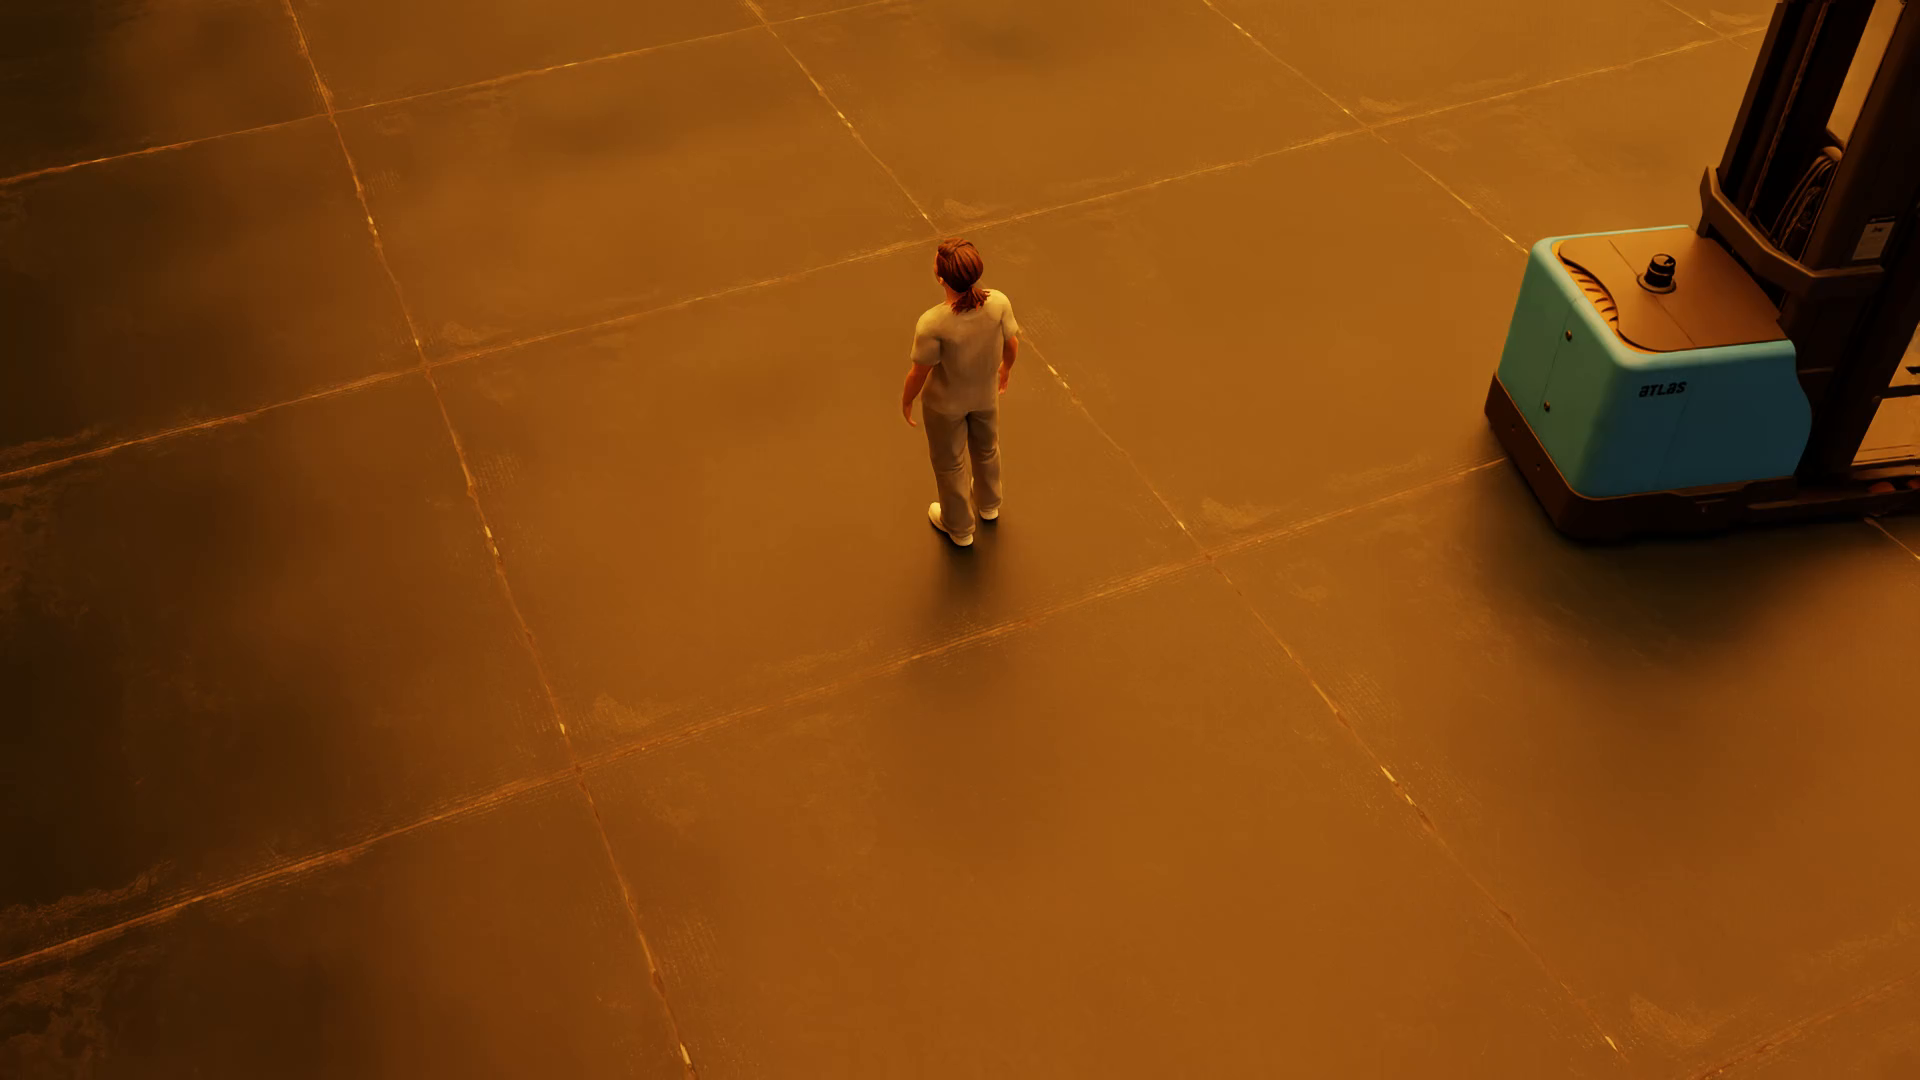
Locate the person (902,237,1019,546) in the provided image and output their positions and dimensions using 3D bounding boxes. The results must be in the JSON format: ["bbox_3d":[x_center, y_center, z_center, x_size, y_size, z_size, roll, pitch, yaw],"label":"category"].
[{"bbox_3d":[-0.019,-0.668,7.305,0.549,1.673,0.548,-18,46,-18],"label":"person"}]

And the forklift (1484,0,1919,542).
[{"bbox_3d":[4.218,-1.538,7.328,3.031,2.935,1.130,-6,43,-7],"label":"forklift"}]
